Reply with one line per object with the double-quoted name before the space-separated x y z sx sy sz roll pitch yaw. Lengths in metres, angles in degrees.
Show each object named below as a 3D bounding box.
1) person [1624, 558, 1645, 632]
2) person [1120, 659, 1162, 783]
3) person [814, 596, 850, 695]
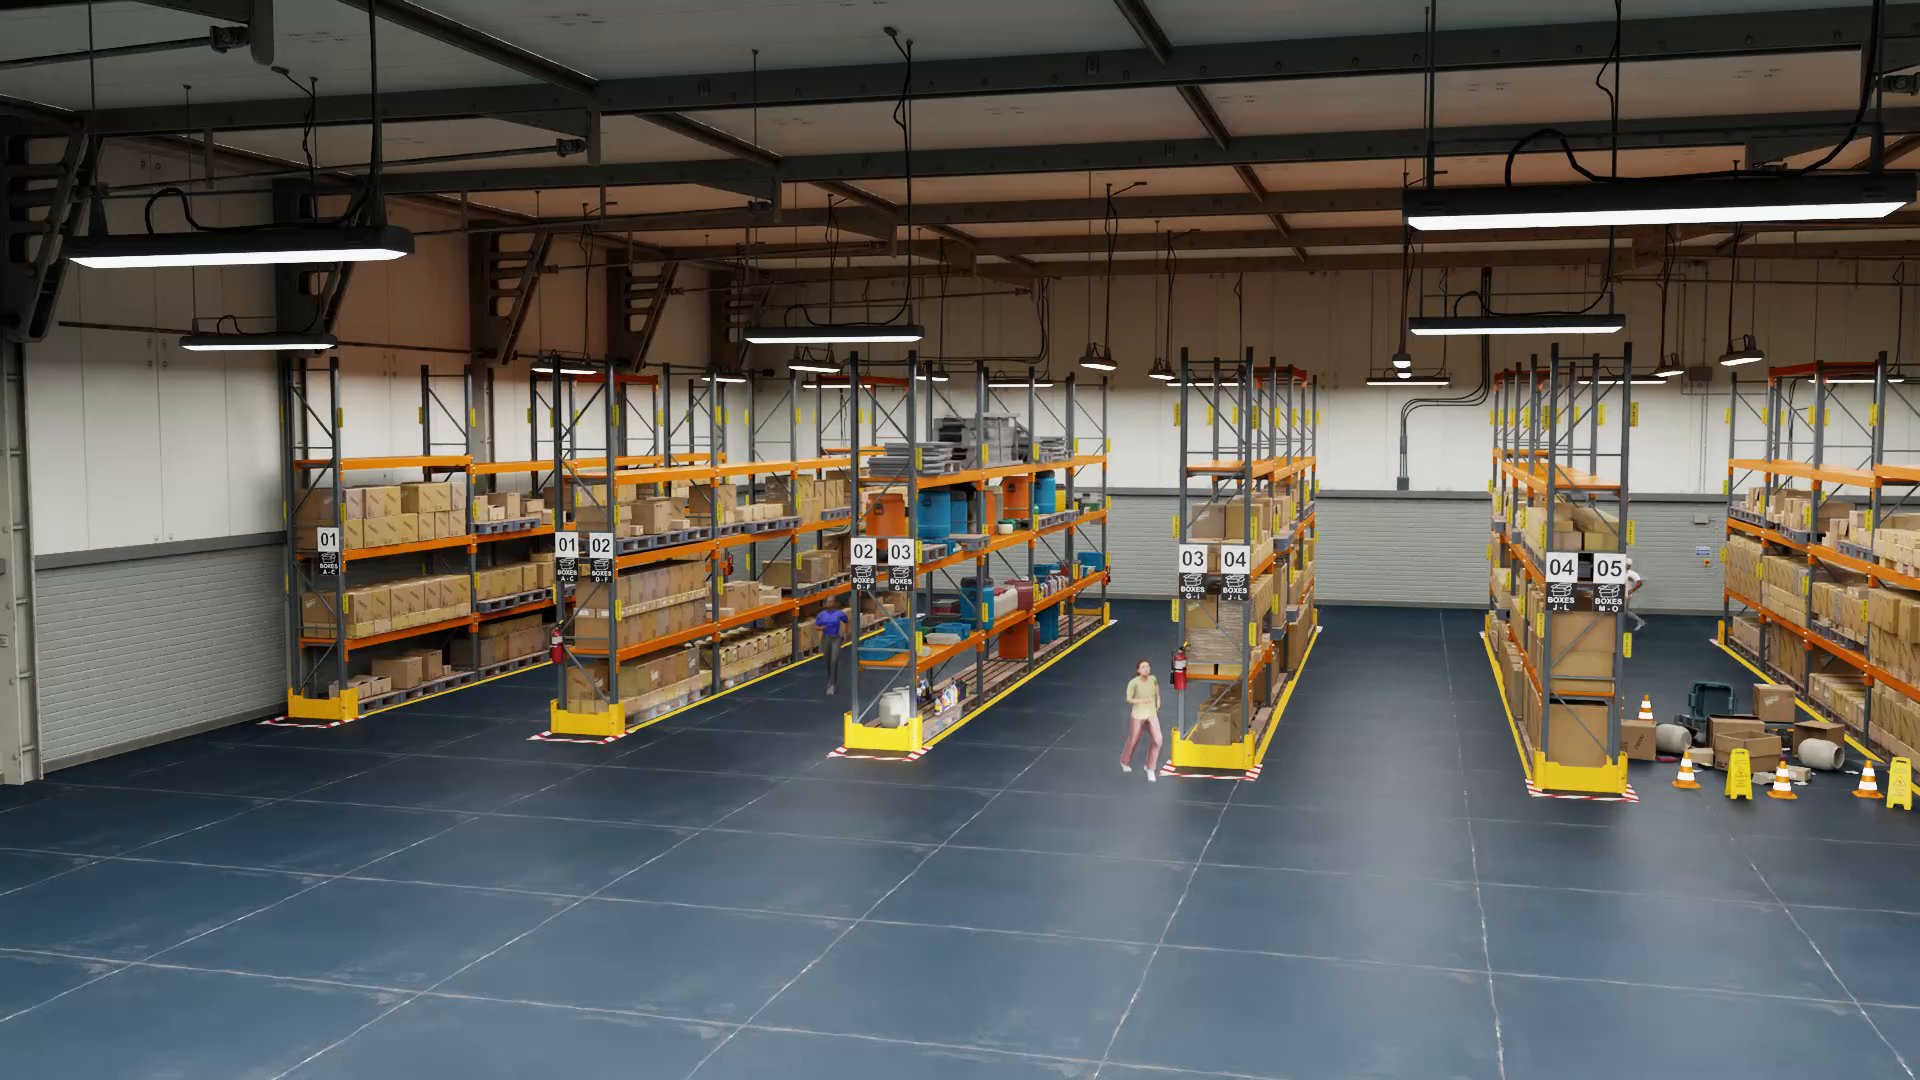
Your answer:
"person" 15.261 1.301 38.154 0.972 1.765 0.699 0 4 6
"person" 2.533 2.478 23.071 0.584 1.697 0.859 -1 4 -17
"person" -2.214 1.808 28.590 0.575 1.681 0.887 1 4 10
